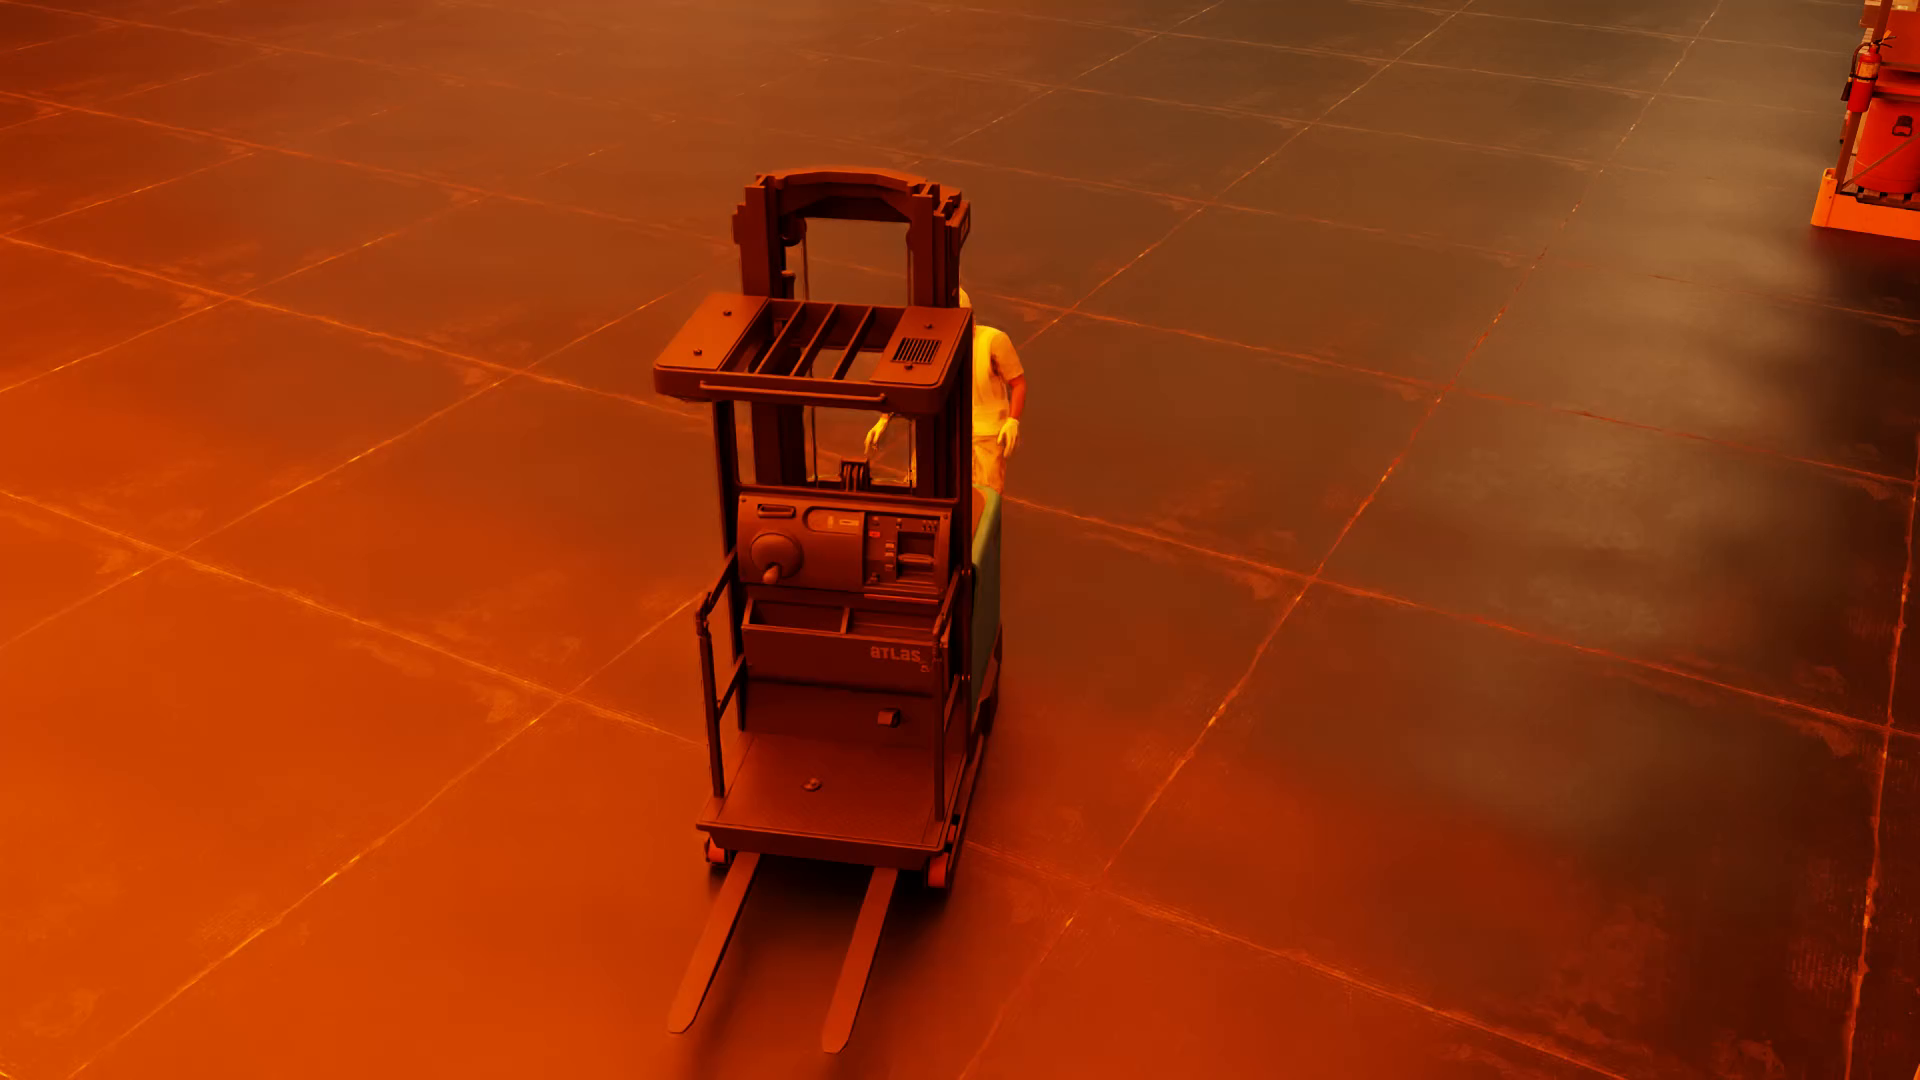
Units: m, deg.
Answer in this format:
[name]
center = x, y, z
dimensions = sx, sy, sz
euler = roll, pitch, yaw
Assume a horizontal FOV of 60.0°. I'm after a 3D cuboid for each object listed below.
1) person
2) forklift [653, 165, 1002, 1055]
[person]
center = -0.051, -0.615, 9.412
dimensions = 0.859, 1.662, 0.617
euler = 10, 31, 16
[forklift]
center = -0.532, 0.073, 6.944
dimensions = 1.130, 2.935, 3.031
euler = 5, 30, 8
